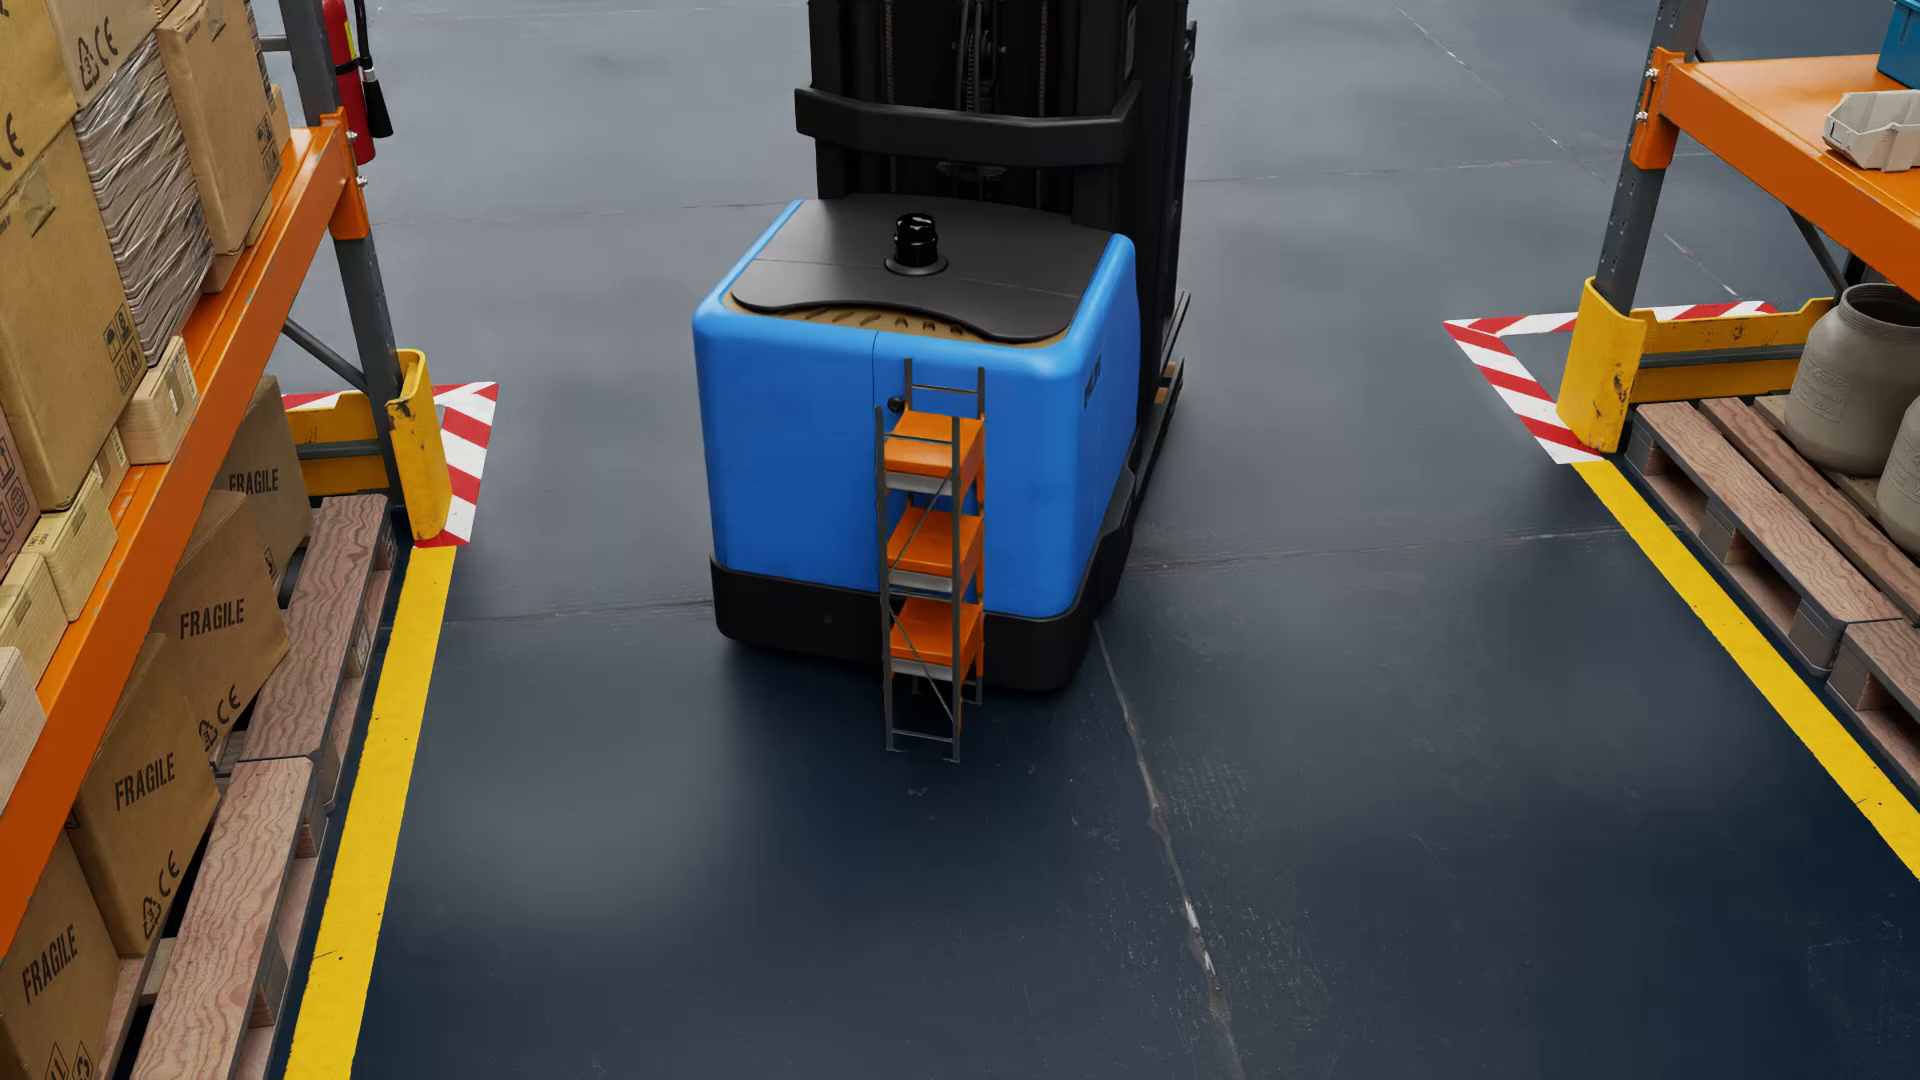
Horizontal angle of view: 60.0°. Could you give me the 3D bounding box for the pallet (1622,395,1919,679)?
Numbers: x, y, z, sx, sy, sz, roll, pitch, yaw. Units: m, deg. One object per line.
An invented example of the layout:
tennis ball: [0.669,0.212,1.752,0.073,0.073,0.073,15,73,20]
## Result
pallet: [2.819,-0.066,5.159,1.003,0.211,1.213,-4,35,-6]

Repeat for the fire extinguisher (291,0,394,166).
fire extinguisher: [-1.808,-1.403,4.713,0.296,0.674,0.183,-4,35,-6]

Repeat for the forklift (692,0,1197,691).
forklift: [0.175,-1.627,5.034,1.130,2.935,3.031,9,35,12]

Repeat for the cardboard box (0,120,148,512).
cardboard box: [-1.937,-0.359,2.760,0.875,0.500,0.500,-4,35,-6]

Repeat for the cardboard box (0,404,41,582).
cardboard box: [-1.910,-0.077,2.346,0.875,0.500,0.500,-4,35,-6]

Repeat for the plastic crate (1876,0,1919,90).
plastic crate: [3.022,-1.393,4.762,0.499,0.251,0.616,-4,35,-6]

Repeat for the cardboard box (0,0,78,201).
cardboard box: [-1.734,-0.788,2.501,0.500,0.500,0.500,-4,35,-6]

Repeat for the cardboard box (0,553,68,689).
cardboard box: [-1.635,0.162,2.572,0.380,0.149,0.250,-4,35,-6]

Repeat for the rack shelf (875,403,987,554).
rack shelf: [-0.067,-0.152,4.056,0.215,0.259,0.240,8,35,12]

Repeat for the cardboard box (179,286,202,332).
cardboard box: [-1.878,-0.530,3.587,0.380,0.149,0.250,-4,35,-6]

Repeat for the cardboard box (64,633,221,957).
cardboard box: [-2.002,0.555,3.619,0.500,0.500,0.500,-1,34,-2]

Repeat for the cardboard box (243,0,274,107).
cardboard box: [-2.203,-1.191,3.981,0.875,0.500,0.500,-4,35,-6]

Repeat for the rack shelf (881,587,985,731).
rack shelf: [-0.067,0.312,4.372,0.215,0.259,0.240,8,35,12]

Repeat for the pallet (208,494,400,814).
pallet: [-2.165,0.315,4.600,1.003,0.211,1.213,-4,35,-6]

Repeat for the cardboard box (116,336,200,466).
cardboard box: [-1.701,-0.259,3.190,0.380,0.149,0.250,-4,35,-6]

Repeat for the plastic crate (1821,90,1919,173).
plastic crate: [2.460,-1.078,4.403,0.298,0.136,0.250,-4,35,-6]

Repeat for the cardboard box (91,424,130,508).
cardboard box: [-1.736,-0.115,2.978,0.380,0.149,0.250,-4,35,-6]

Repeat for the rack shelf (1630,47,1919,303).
rack shelf: [2.927,-0.298,3.662,1.077,0.370,4.000,-4,35,-6]

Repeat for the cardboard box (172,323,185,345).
cardboard box: [-1.822,-0.392,3.385,0.380,0.149,0.250,-4,35,-6]

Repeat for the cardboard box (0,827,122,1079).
cardboard box: [-1.972,0.870,3.157,0.500,0.500,0.500,-7,35,-11]

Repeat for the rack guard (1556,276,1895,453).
rack guard: [2.715,-0.639,5.744,1.175,0.500,0.348,-4,35,-6]

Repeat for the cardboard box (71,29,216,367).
cardboard box: [-1.992,-0.639,3.171,0.875,0.500,0.500,-4,35,-6]

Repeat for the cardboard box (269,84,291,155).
cardboard box: [-2.007,-1.089,4.407,0.380,0.149,0.250,-4,35,-6]

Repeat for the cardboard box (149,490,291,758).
cardboard box: [-2.068,0.204,4.133,0.500,0.500,0.500,4,35,6]

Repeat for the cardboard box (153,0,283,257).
cardboard box: [-2.017,-0.921,3.585,0.875,0.500,0.500,-4,35,-6]

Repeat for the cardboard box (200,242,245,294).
cardboard box: [-1.871,-0.673,3.797,0.380,0.149,0.250,-4,35,-6]

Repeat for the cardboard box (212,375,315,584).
cardboard box: [-2.182,-0.127,4.619,0.500,0.500,0.500,2,34,2]

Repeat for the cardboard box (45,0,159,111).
cardboard box: [-1.793,-1.067,2.912,0.500,0.500,0.500,-4,35,-6]

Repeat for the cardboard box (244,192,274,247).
cardboard box: [-1.889,-0.813,4.003,0.380,0.149,0.250,-4,35,-6]

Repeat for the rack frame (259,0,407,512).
rack frame: [-2.250,-1.336,4.547,1.000,3.000,0.127,-4,35,-6]

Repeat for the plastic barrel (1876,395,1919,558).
plastic barrel: [2.890,-0.215,4.738,0.421,0.512,0.421,0,34,0]

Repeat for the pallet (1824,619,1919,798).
pallet: [2.980,0.613,4.163,1.003,0.211,1.213,-4,35,-6]

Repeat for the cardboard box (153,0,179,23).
cardboard box: [-1.858,-1.346,3.321,0.500,0.500,0.500,-4,35,-6]

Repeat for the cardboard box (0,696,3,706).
cardboard box: [-1.743,0.195,1.948,0.875,0.500,0.500,-4,35,-6]

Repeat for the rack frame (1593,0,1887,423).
rack frame: [2.658,-1.711,5.097,1.000,3.000,0.127,-4,35,-6]

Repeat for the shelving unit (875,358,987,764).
shelving unit: [-0.067,0.074,4.210,0.215,1.050,0.252,8,35,12]

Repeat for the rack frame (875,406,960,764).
rack frame: [-0.098,0.140,4.112,0.200,1.050,0.008,8,35,12]

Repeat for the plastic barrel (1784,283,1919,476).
plastic barrel: [2.823,-0.495,5.149,0.421,0.512,0.421,0,34,0]

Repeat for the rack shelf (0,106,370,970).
rack shelf: [-1.981,0.078,3.111,1.077,0.370,4.000,-4,35,-6]

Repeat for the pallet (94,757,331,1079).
pallet: [-2.004,0.994,3.604,1.003,0.211,1.213,-4,35,-6]

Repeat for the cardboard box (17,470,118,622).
cardboard box: [-1.657,0.021,2.778,0.380,0.149,0.250,-4,35,-6]

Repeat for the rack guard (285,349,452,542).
rack guard: [-2.239,-0.260,5.188,1.175,0.500,0.348,-4,35,-6]

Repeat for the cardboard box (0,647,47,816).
cardboard box: [-1.560,0.298,2.372,0.380,0.149,0.250,-4,35,-6]

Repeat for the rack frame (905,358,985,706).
rack frame: [-0.036,0.007,4.307,0.200,1.050,0.008,8,35,12]

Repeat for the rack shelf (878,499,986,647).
rack shelf: [-0.067,0.082,4.216,0.215,0.259,0.240,8,35,12]
